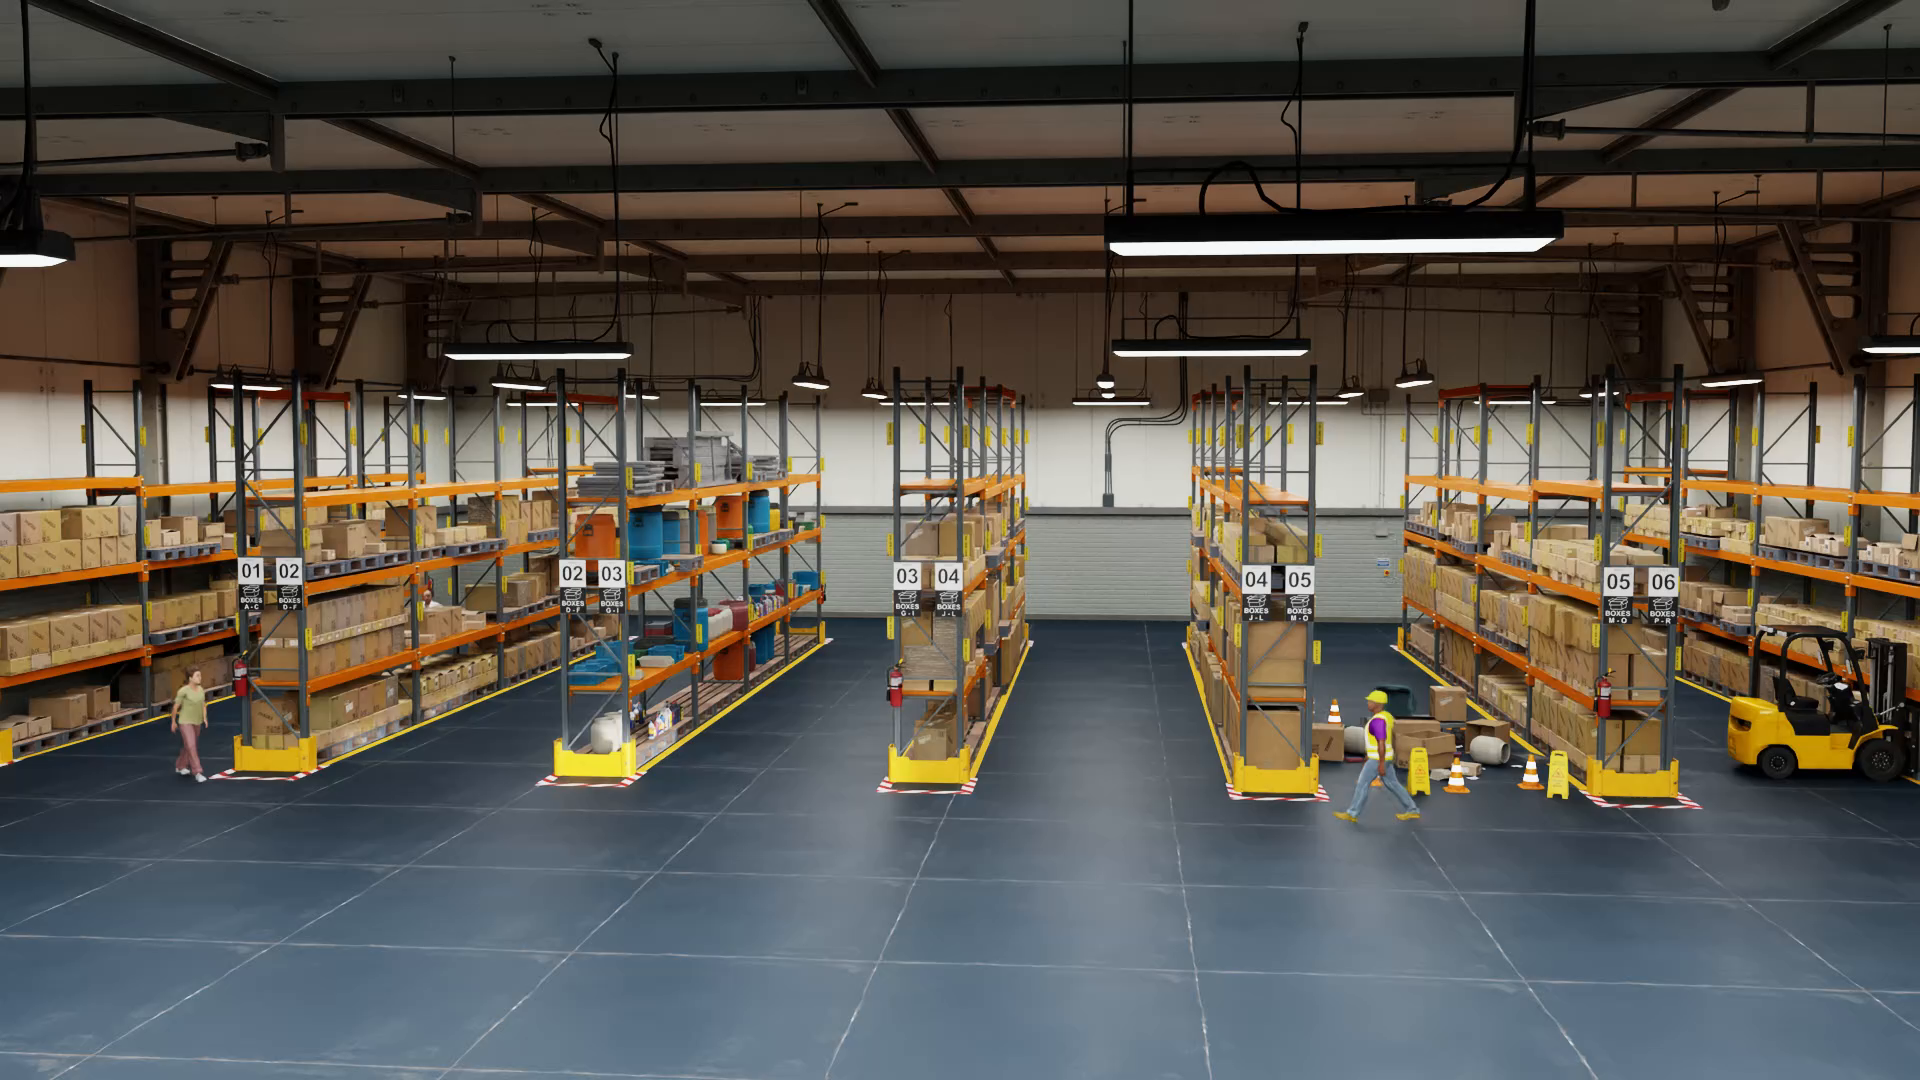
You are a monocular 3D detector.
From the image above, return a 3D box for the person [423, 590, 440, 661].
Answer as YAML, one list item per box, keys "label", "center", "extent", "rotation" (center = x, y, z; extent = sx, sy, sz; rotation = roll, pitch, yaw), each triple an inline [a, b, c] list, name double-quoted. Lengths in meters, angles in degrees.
- label: "person"
  center: [-11.313, 1.926, 35.256]
  extent: [0.594, 1.713, 1.142]
  rotation: [0, 4, 8]

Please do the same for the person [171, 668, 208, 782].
- label: "person"
  center: [-11.194, 2.663, 24.234]
  extent: [0.997, 1.603, 0.472]
  rotation: [2, 4, 33]

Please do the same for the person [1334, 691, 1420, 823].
- label: "person"
  center: [5.398, 2.805, 21.492]
  extent: [1.080, 1.718, 0.583]
  rotation: [1, 4, 19]
